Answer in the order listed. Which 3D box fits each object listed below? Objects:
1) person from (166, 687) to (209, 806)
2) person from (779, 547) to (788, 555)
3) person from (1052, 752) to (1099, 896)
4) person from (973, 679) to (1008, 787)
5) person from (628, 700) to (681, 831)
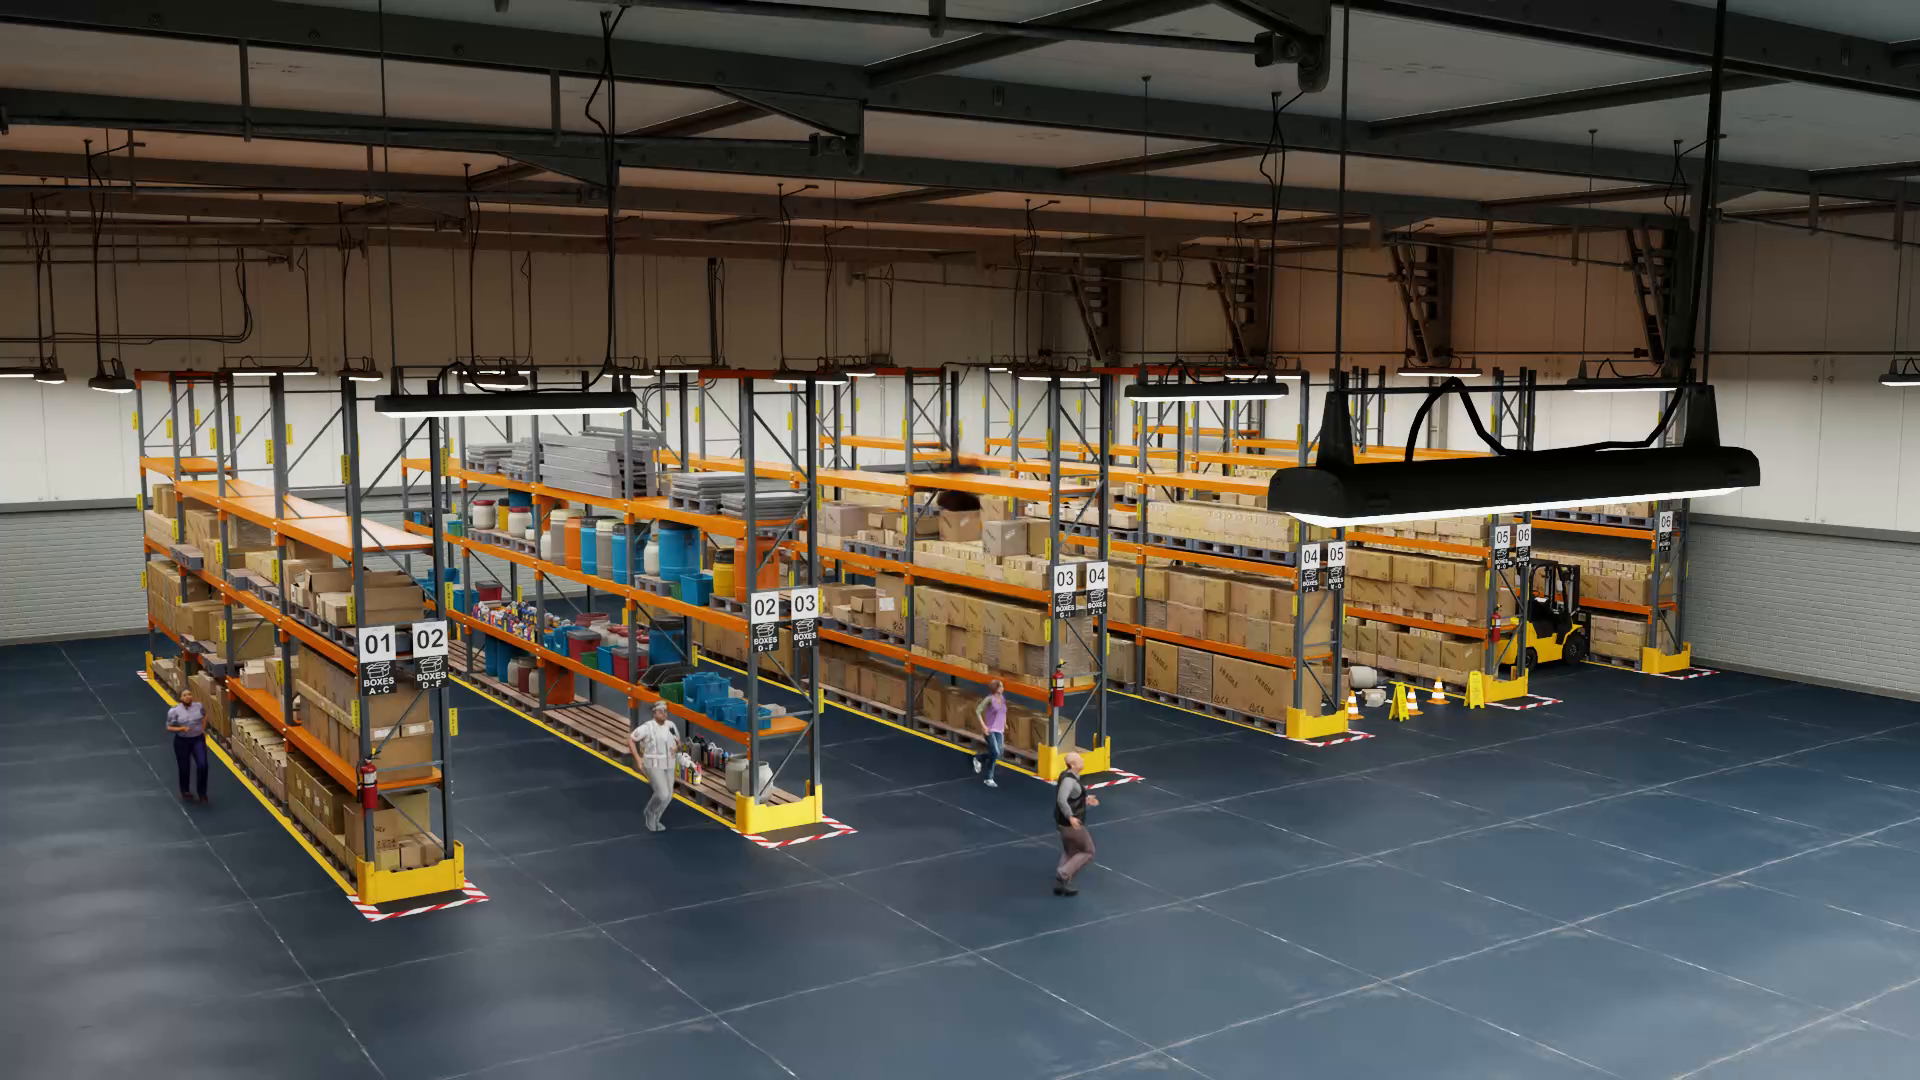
[{"bbox_3d":[-10.817,2.900,23.342,0.583,1.707,0.746,-4,8,-34],"label":"person"},{"bbox_3d":[-4.282,0.998,39.683,0.724,1.728,0.693,-1,7,-12],"label":"person"},{"bbox_3d":[1.358,3.302,19.425,0.584,1.690,0.645,-1,7,-9],"label":"person"},{"bbox_3d":[0.444,2.822,24.531,0.581,1.565,0.591,-6,9,-44],"label":"person"},{"bbox_3d":[-3.960,2.985,22.015,0.618,1.744,0.653,6,9,44],"label":"person"}]
